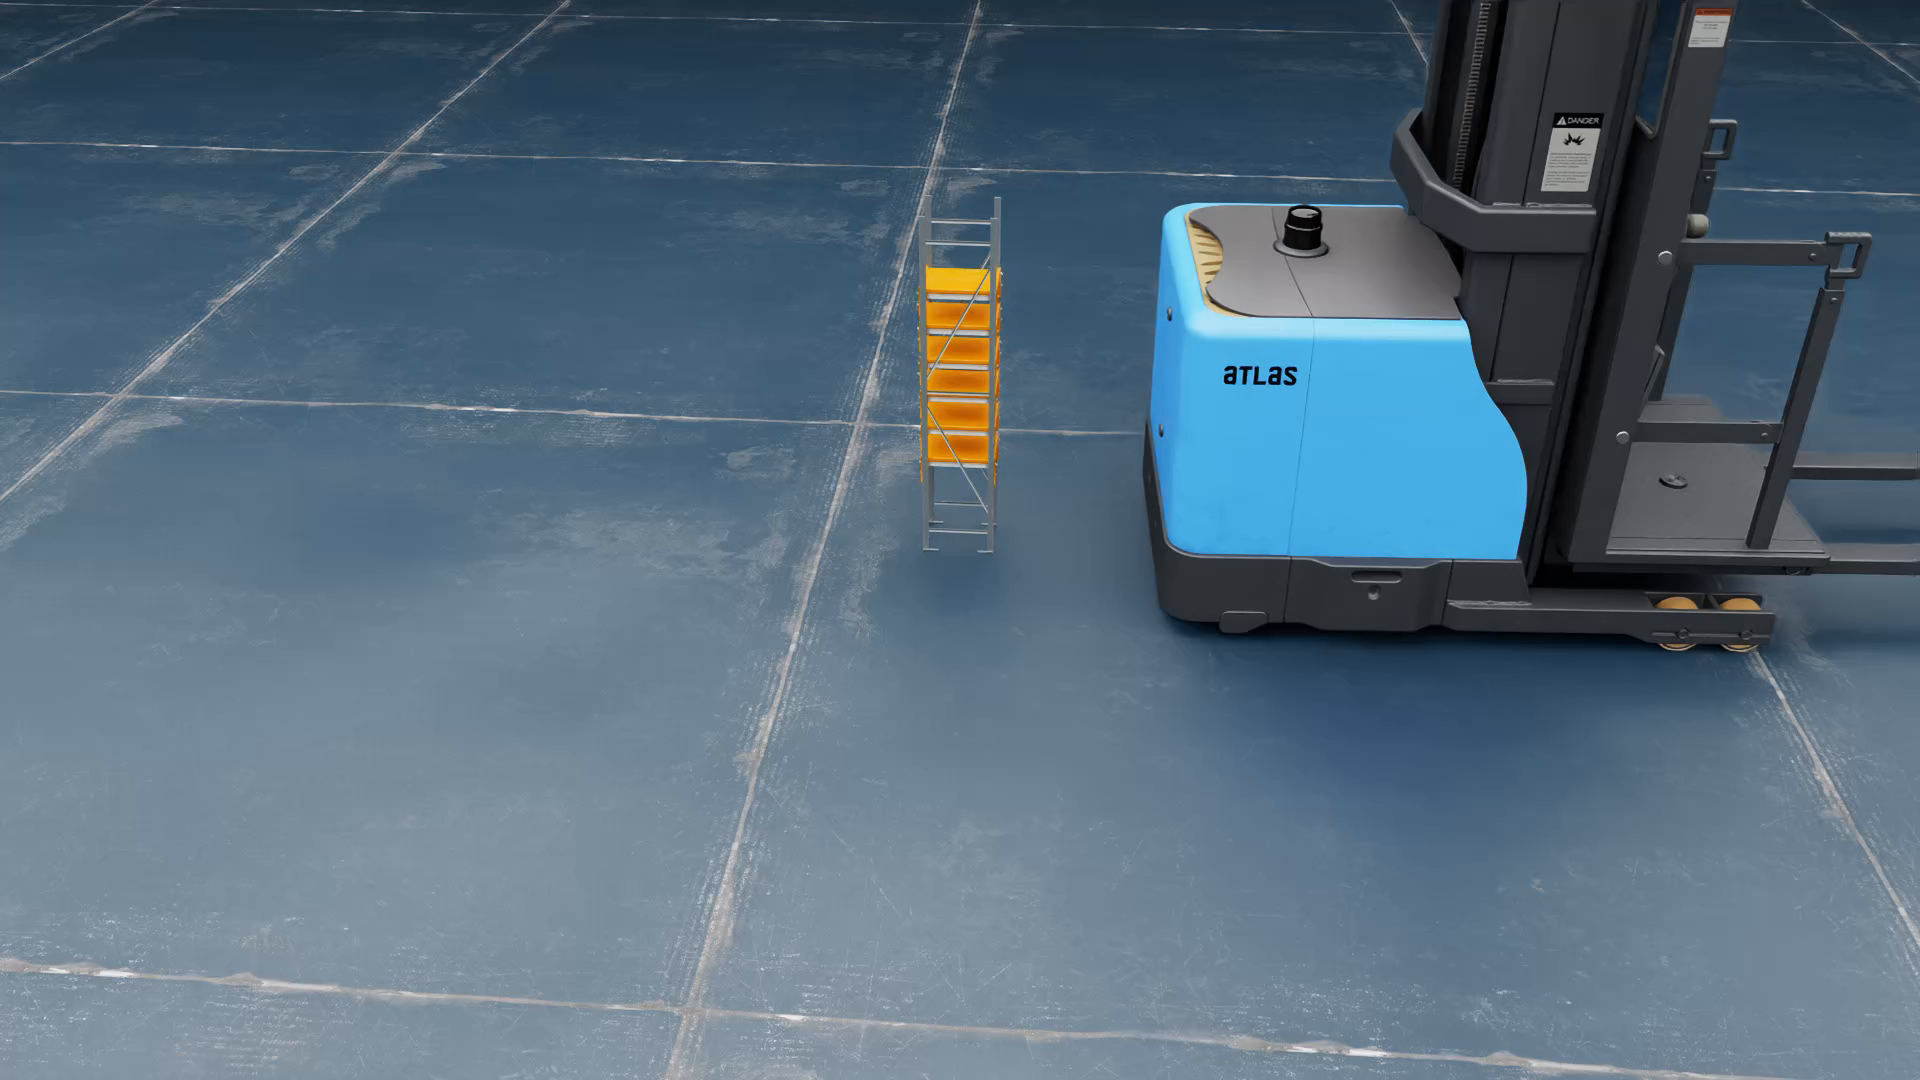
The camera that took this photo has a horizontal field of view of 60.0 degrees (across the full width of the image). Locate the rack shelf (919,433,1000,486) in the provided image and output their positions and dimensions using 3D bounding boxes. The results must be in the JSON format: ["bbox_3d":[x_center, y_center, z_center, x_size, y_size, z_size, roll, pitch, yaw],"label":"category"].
[{"bbox_3d":[0.001,-0.276,5.597,0.258,0.103,0.180,2,32,4],"label":"rack shelf"}]

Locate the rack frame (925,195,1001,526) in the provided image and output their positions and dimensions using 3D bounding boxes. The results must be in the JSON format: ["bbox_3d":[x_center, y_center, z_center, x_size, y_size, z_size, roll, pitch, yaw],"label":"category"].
[{"bbox_3d":[0.009,-0.566,5.525,0.240,1.200,0.006,2,32,4],"label":"rack frame"}]

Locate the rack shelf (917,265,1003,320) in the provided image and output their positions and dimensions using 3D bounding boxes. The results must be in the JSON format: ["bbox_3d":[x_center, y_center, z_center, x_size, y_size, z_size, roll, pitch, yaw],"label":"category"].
[{"bbox_3d":[0.001,-0.787,5.282,0.258,0.103,0.180,2,32,4],"label":"rack shelf"}]

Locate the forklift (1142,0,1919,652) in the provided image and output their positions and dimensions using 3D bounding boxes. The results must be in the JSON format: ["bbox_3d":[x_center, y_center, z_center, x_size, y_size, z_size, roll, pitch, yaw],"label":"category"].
[{"bbox_3d":[2.161,-1.184,4.877,3.031,2.935,1.130,1,32,1],"label":"forklift"}]

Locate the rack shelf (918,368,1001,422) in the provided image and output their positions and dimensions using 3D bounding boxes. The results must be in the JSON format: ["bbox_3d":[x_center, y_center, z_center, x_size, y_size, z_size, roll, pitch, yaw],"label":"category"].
[{"bbox_3d":[0.001,-0.481,5.471,0.258,0.103,0.180,2,32,4],"label":"rack shelf"}]

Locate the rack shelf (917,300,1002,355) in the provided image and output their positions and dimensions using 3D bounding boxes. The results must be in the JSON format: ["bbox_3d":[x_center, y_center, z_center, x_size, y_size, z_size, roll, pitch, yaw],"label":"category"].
[{"bbox_3d":[0.001,-0.685,5.345,0.258,0.103,0.180,2,32,4],"label":"rack shelf"}]

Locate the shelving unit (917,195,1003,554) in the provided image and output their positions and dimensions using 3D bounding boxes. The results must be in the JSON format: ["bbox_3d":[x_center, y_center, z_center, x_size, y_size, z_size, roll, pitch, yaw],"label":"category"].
[{"bbox_3d":[0.001,-0.518,5.447,0.258,1.200,0.189,2,32,4],"label":"shelving unit"}]

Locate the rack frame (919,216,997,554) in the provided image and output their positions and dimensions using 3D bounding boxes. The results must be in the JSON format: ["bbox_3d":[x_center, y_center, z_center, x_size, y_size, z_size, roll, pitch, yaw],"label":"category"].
[{"bbox_3d":[-0.006,-0.471,5.370,0.240,1.200,0.006,2,32,4],"label":"rack frame"}]

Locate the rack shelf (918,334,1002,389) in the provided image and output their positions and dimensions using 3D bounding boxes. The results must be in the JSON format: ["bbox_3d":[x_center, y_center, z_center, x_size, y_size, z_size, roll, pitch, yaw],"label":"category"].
[{"bbox_3d":[0.001,-0.583,5.408,0.258,0.103,0.180,2,32,4],"label":"rack shelf"}]

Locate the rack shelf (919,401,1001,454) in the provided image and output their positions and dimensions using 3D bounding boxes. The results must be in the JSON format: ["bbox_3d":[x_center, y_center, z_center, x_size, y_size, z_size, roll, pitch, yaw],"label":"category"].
[{"bbox_3d":[0.001,-0.378,5.534,0.258,0.103,0.180,2,32,4],"label":"rack shelf"}]
